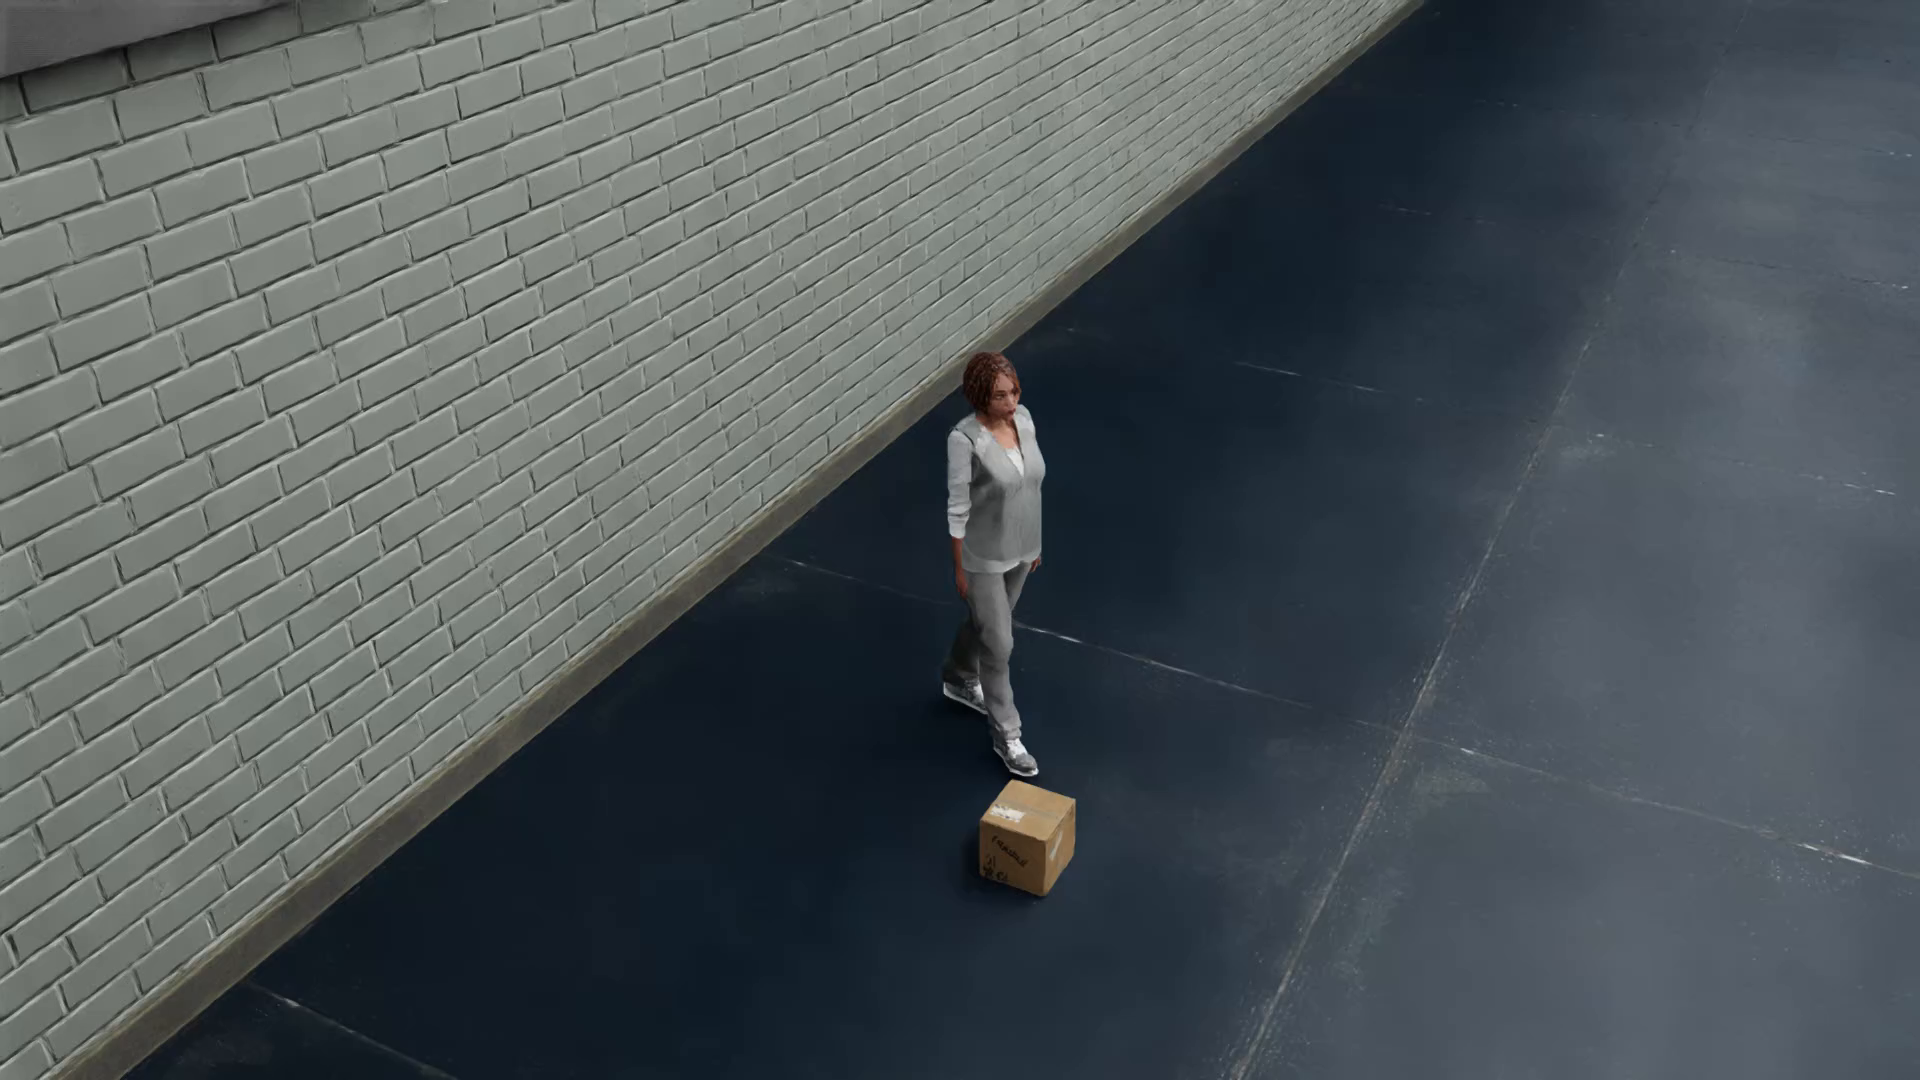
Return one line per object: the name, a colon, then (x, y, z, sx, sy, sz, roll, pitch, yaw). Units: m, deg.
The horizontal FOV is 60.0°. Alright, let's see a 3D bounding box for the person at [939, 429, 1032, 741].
person: (0.094, 0.113, 6.117, 0.404, 1.278, 0.491, -27, 40, -38)
